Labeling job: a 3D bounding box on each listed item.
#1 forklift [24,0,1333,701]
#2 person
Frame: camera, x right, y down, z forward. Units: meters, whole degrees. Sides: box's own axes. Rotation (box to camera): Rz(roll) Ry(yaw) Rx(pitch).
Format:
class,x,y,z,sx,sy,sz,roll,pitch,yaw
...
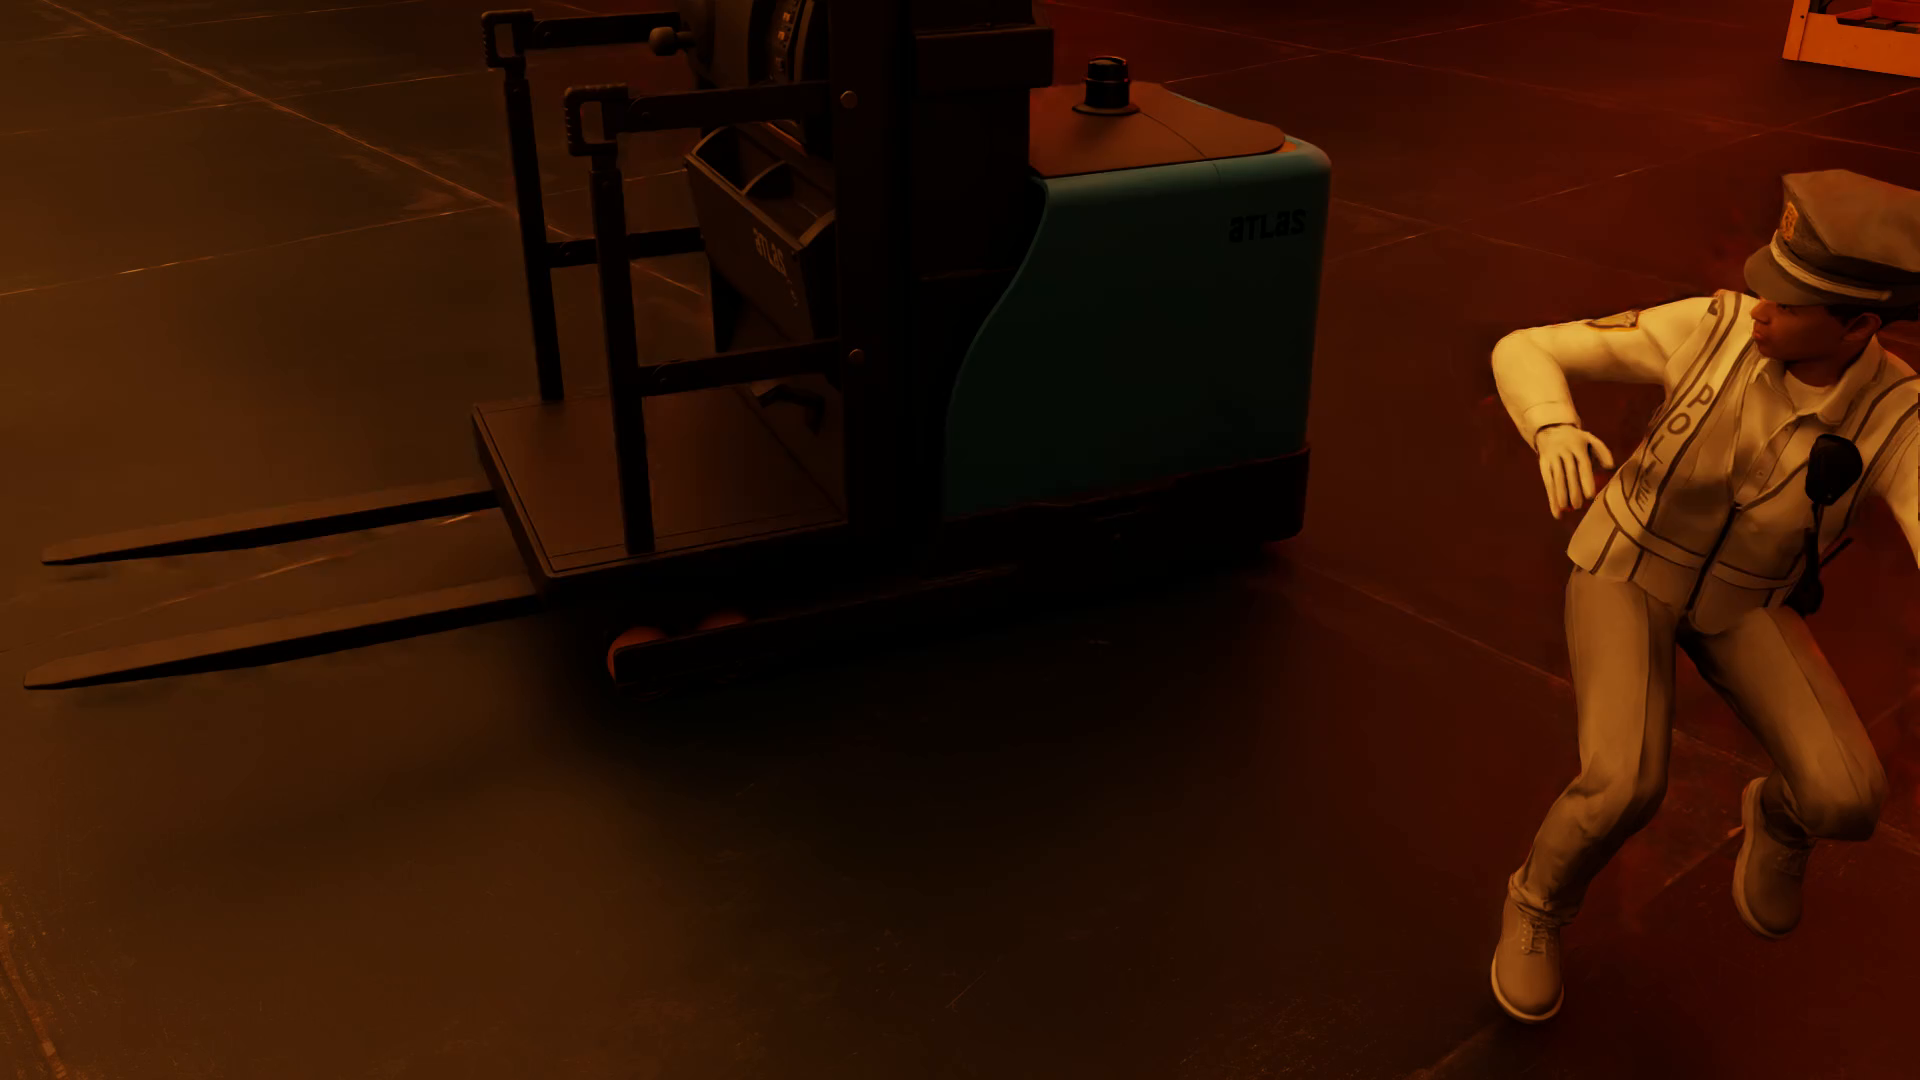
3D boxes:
class,x,y,z,sx,sy,sz,roll,pitch,yaw
forklift,-0.653,-1.215,3.653,3.031,2.935,1.130,-11,28,-21
person,1.141,0.154,2.525,0.740,1.388,0.867,7,27,14
